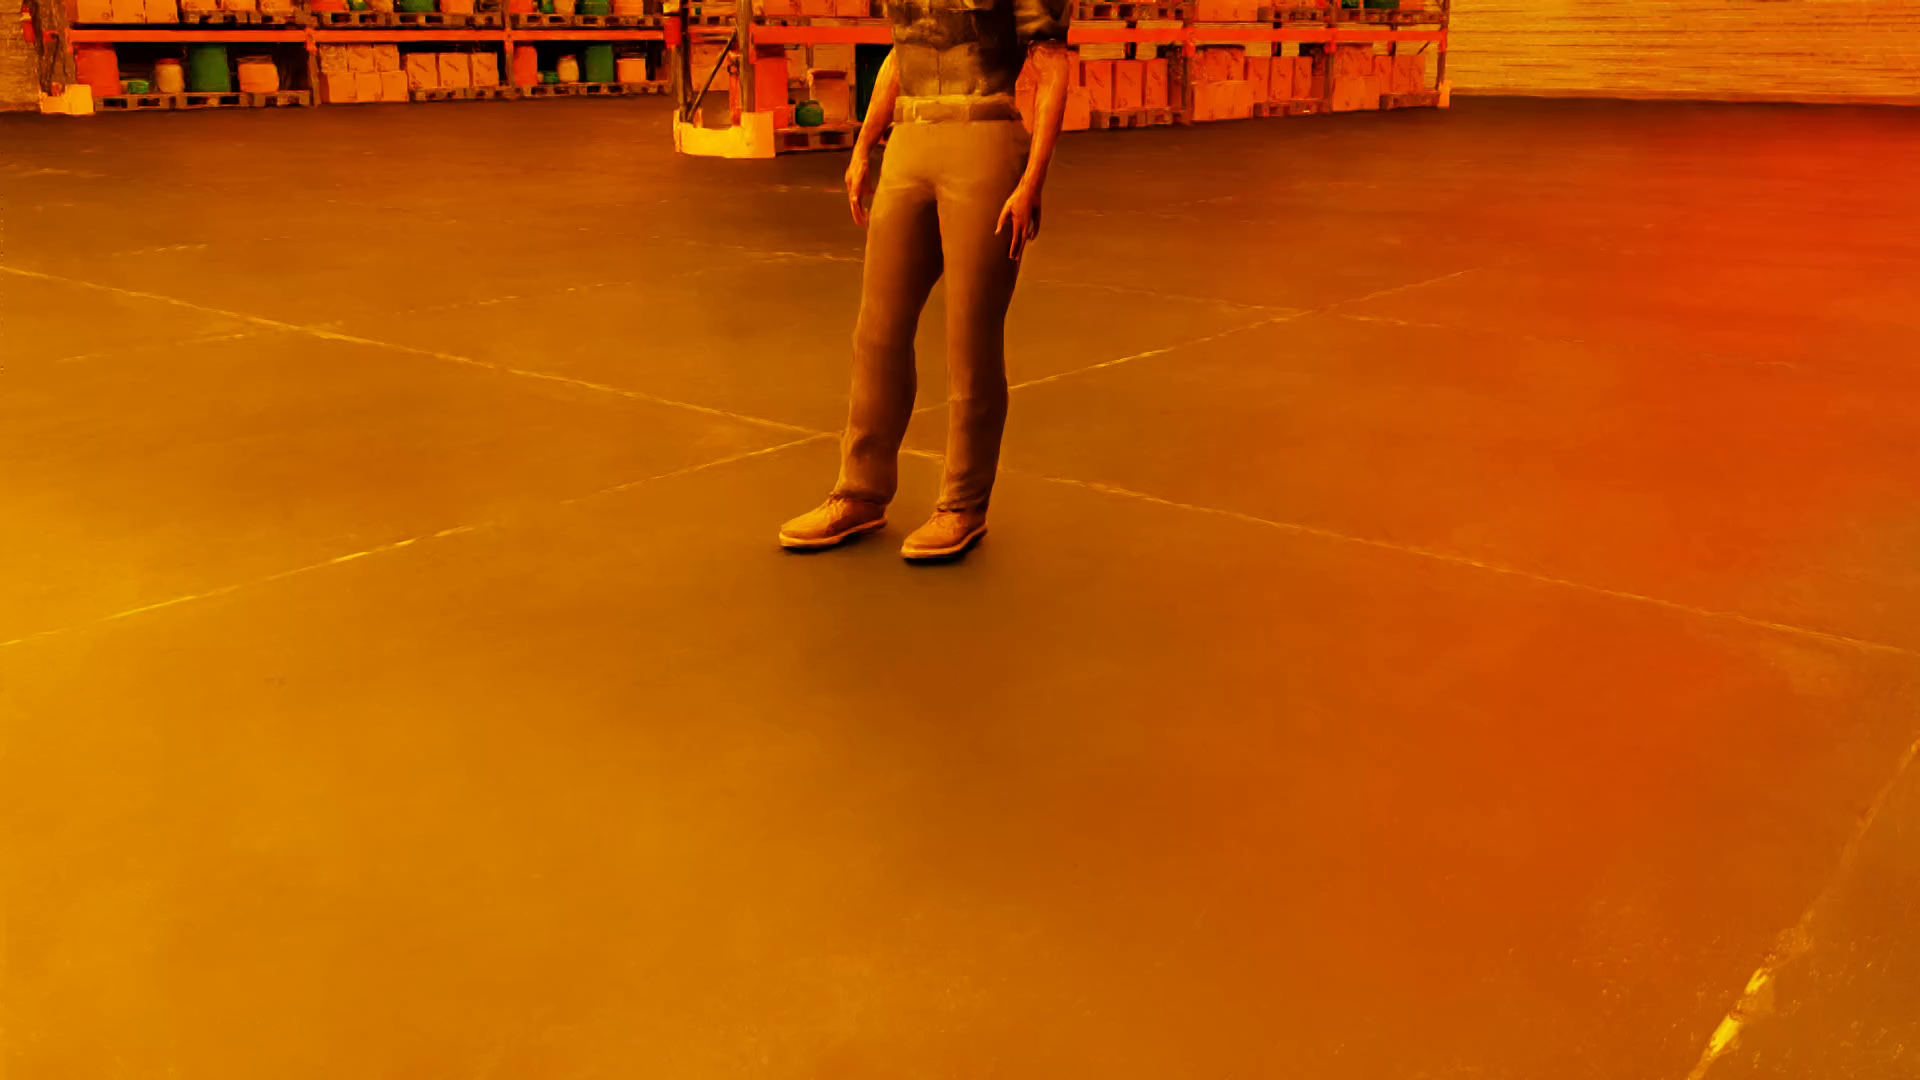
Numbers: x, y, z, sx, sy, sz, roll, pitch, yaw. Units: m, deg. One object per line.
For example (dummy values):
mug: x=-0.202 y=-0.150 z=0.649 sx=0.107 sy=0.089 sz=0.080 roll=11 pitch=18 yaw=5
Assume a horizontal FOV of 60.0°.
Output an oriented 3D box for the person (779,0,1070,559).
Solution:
person: x=-0.071 y=-0.782 z=3.647 sx=0.570 sy=1.654 sz=0.503 roll=13 pitch=21 yaw=37
